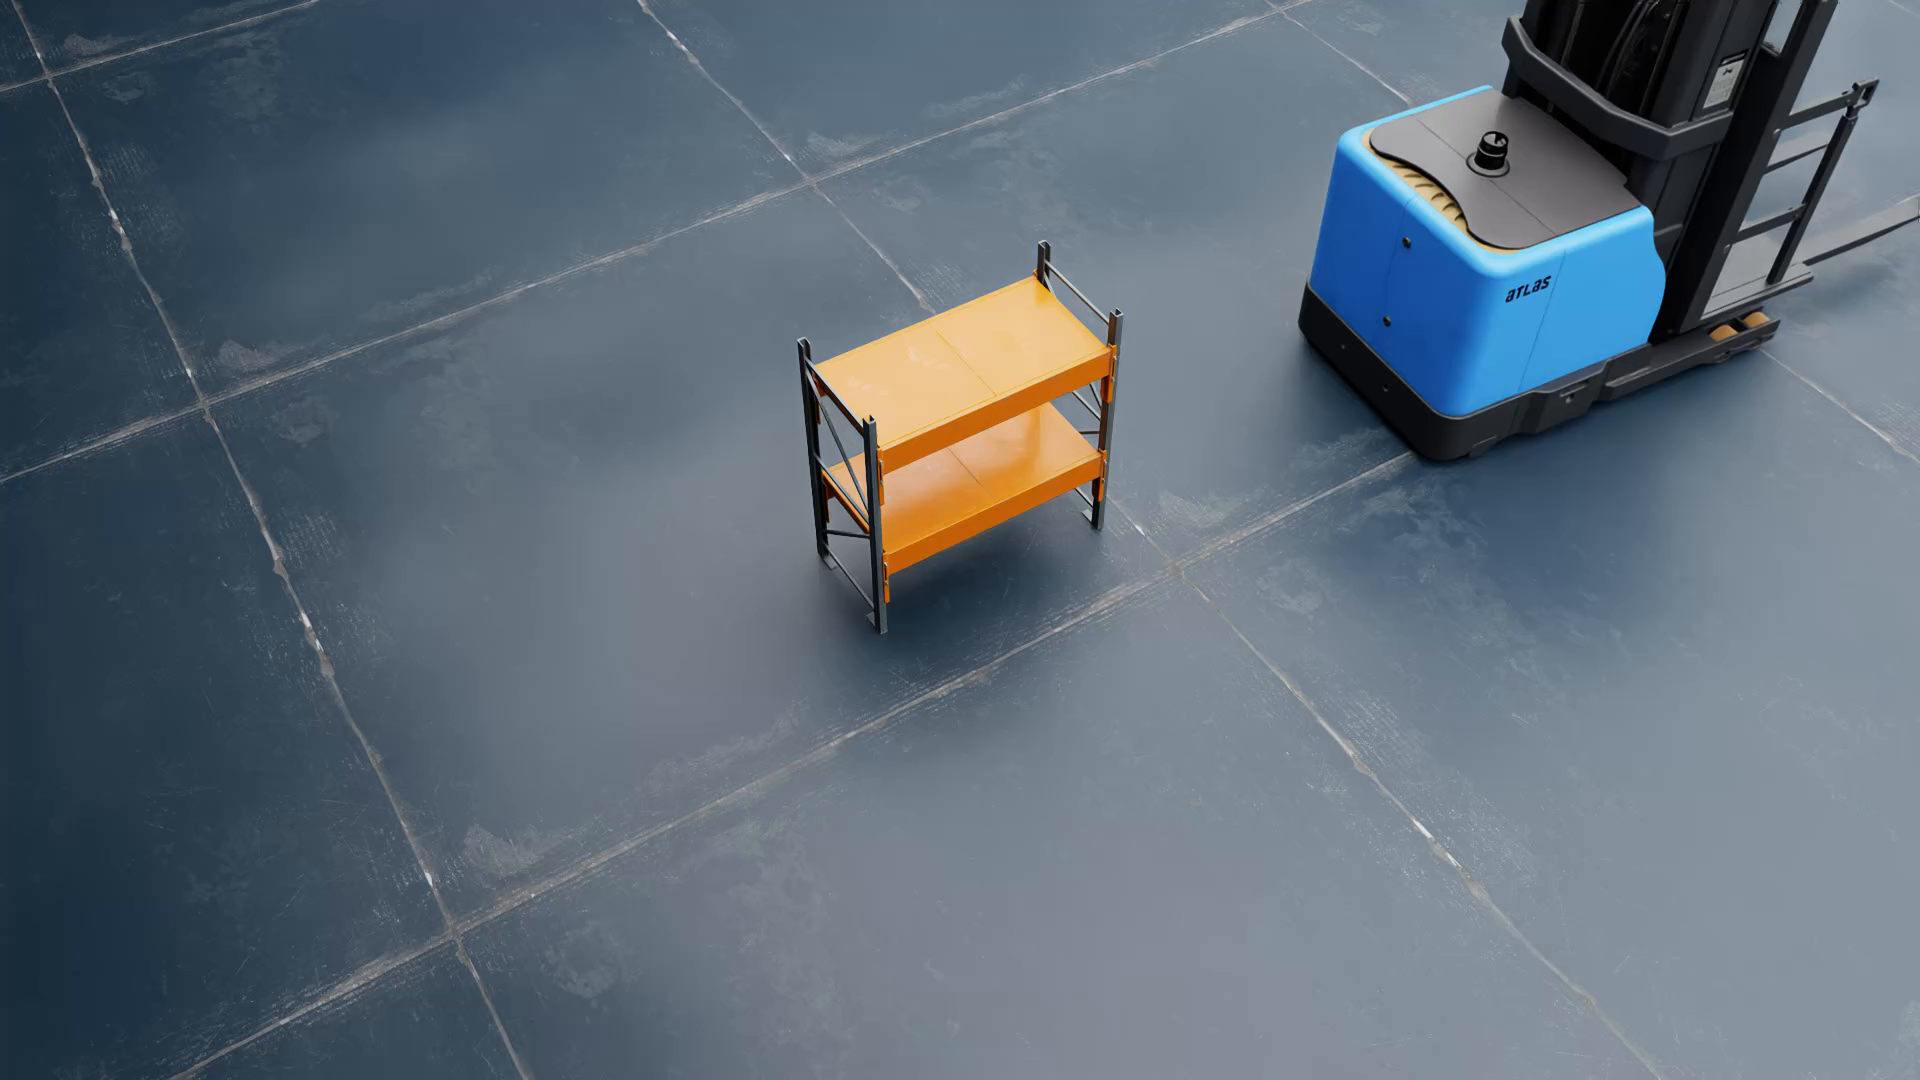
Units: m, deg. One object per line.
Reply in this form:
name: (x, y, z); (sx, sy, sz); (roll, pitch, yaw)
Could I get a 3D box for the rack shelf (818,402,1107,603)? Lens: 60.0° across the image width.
rack shelf: (0.006, -0.214, 6.460); (1.000, 0.278, 0.538); (-25, 53, -21)

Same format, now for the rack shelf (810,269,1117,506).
rack shelf: (0.006, -0.571, 6.059); (1.000, 0.278, 0.538); (-25, 53, -21)

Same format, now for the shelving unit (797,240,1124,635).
shelving unit: (0.006, -0.377, 6.278); (1.048, 1.125, 0.538); (-25, 53, -21)

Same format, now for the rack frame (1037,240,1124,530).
rack frame: (0.436, -0.579, 6.458); (0.032, 1.125, 0.500); (-25, 53, -21)

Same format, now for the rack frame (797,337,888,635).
rack frame: (-0.424, -0.174, 6.097); (0.032, 1.125, 0.500); (-25, 53, -21)

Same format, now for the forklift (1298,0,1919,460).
forklift: (3.067, -2.094, 6.598); (3.031, 2.935, 1.130); (-21, 52, -18)
